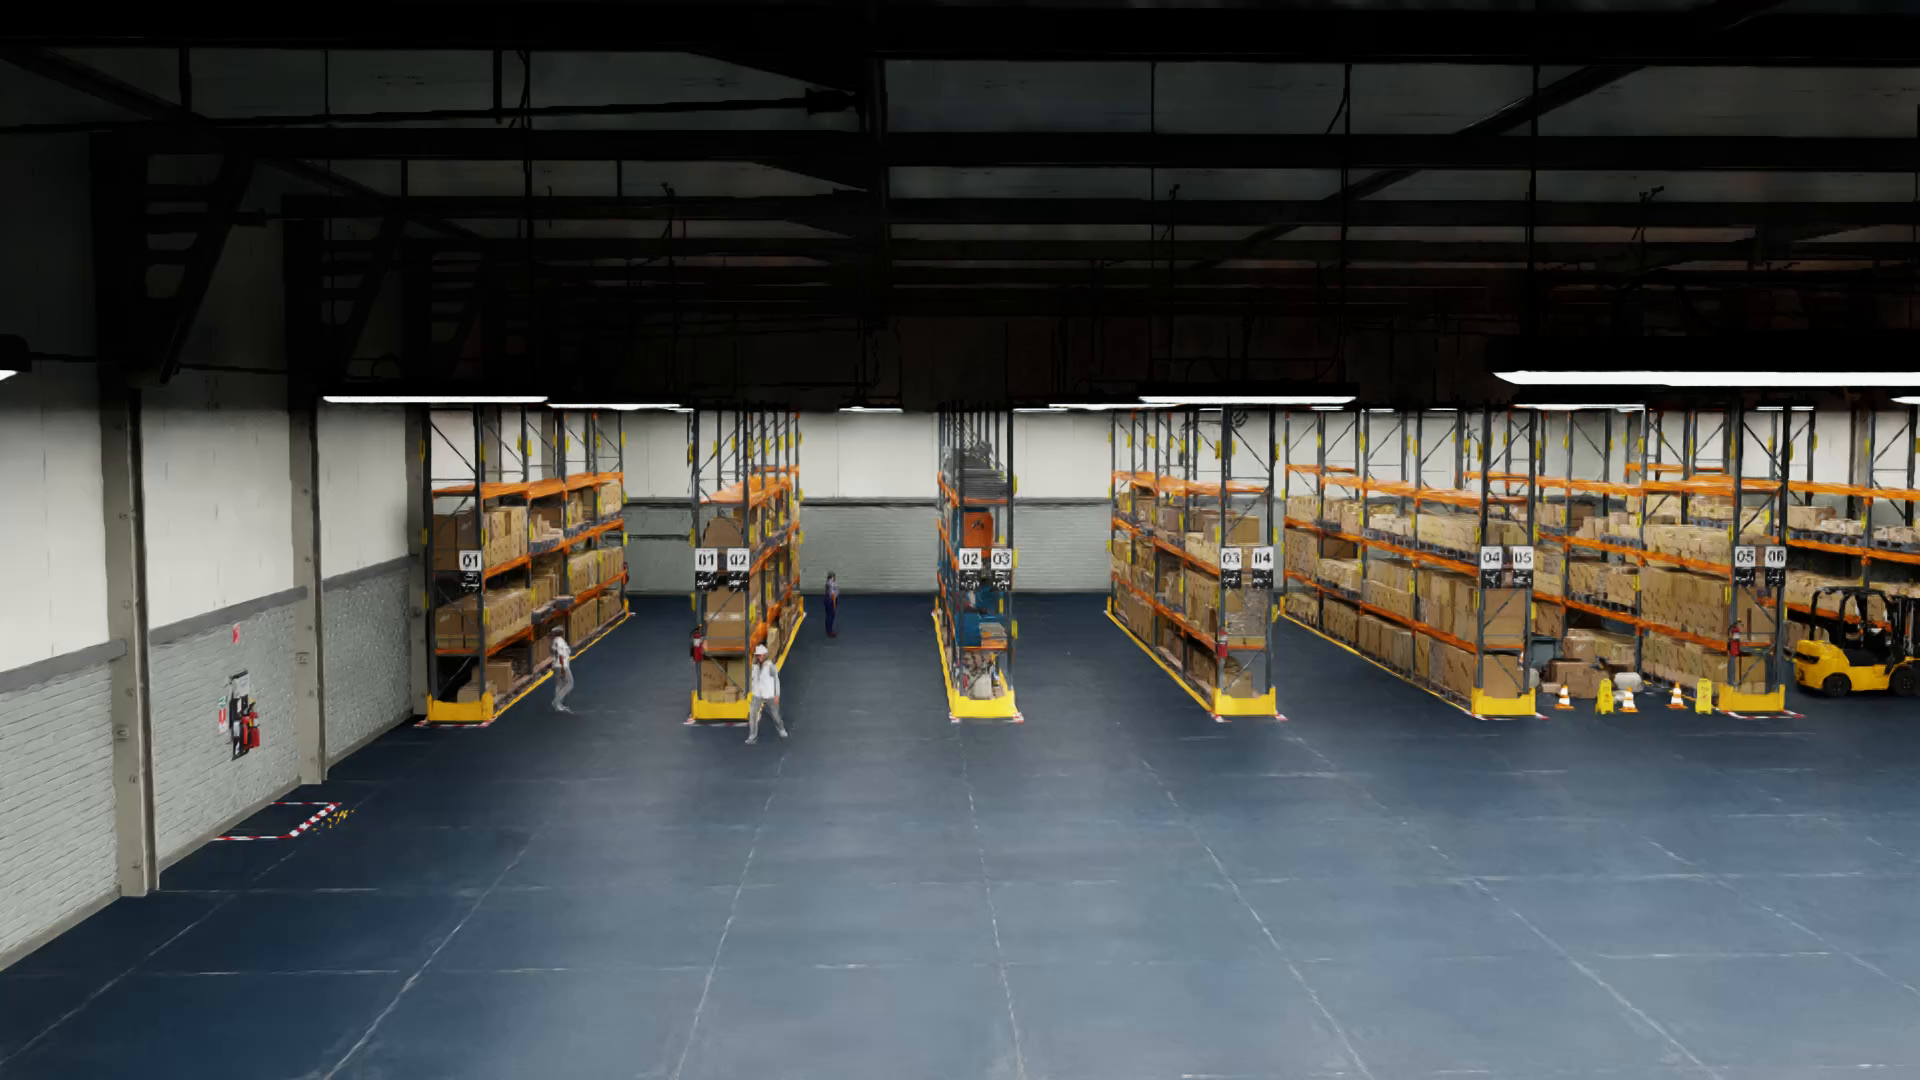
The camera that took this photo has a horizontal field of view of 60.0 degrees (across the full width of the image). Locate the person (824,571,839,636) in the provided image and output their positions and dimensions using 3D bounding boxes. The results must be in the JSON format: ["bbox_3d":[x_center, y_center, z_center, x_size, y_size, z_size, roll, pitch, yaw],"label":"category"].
[{"bbox_3d":[-3.316,1.636,42.938,0.357,1.648,0.567,-1,5,-18],"label":"person"}]

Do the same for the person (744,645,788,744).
[{"bbox_3d":[-3.383,2.670,28.971,0.572,1.721,0.946,1,5,18],"label":"person"}]

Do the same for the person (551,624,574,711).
[{"bbox_3d":[-7.684,2.463,31.933,0.422,1.674,0.501,-3,5,-30],"label":"person"}]
